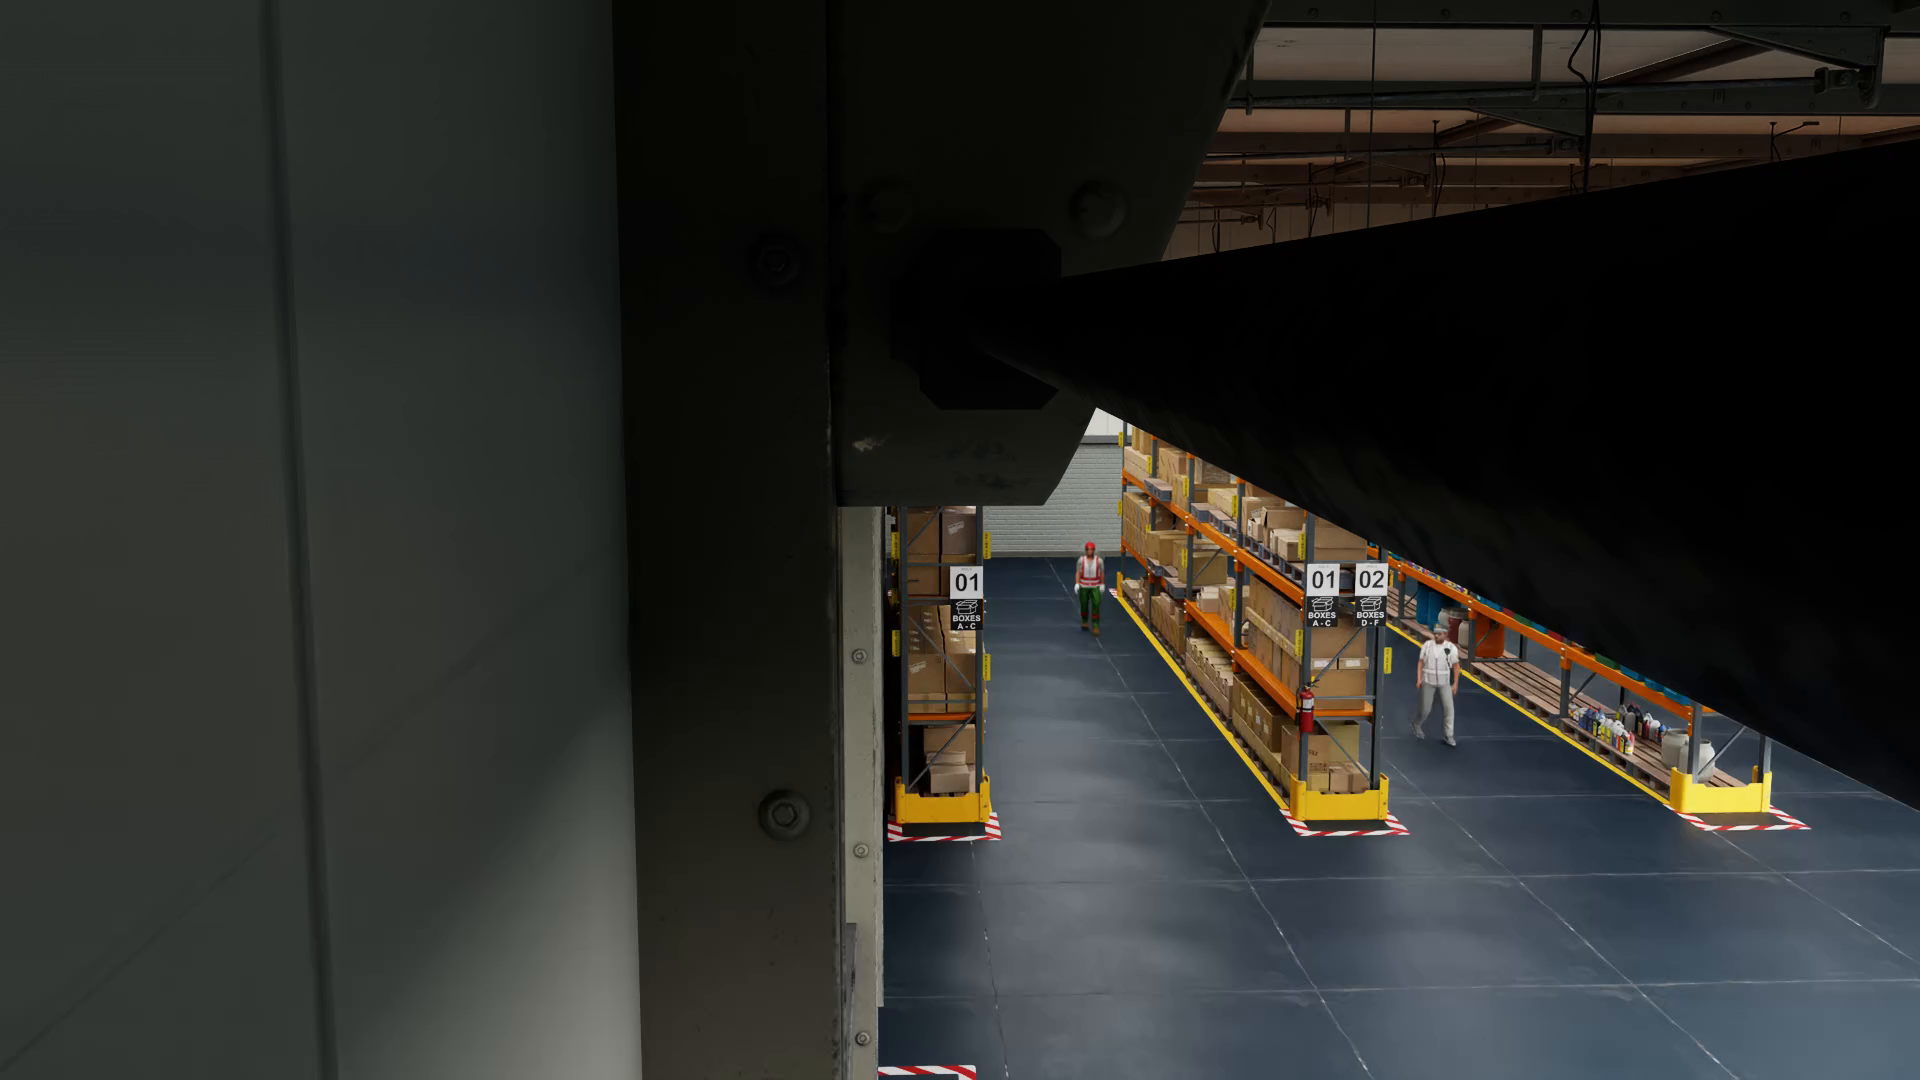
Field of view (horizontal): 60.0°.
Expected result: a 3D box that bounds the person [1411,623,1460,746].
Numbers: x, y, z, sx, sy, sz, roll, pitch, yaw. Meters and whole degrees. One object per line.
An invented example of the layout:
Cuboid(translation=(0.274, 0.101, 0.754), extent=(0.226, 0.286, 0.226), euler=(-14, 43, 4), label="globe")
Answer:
Cuboid(translation=(6.958, 2.074, 24.275), extent=(0.635, 1.752, 0.697), euler=(0, 8, 2), label="person")

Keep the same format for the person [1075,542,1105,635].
Cuboid(translation=(2.529, 0.911, 32.333), extent=(0.613, 1.749, 0.994), euler=(0, 8, -2), label="person")
